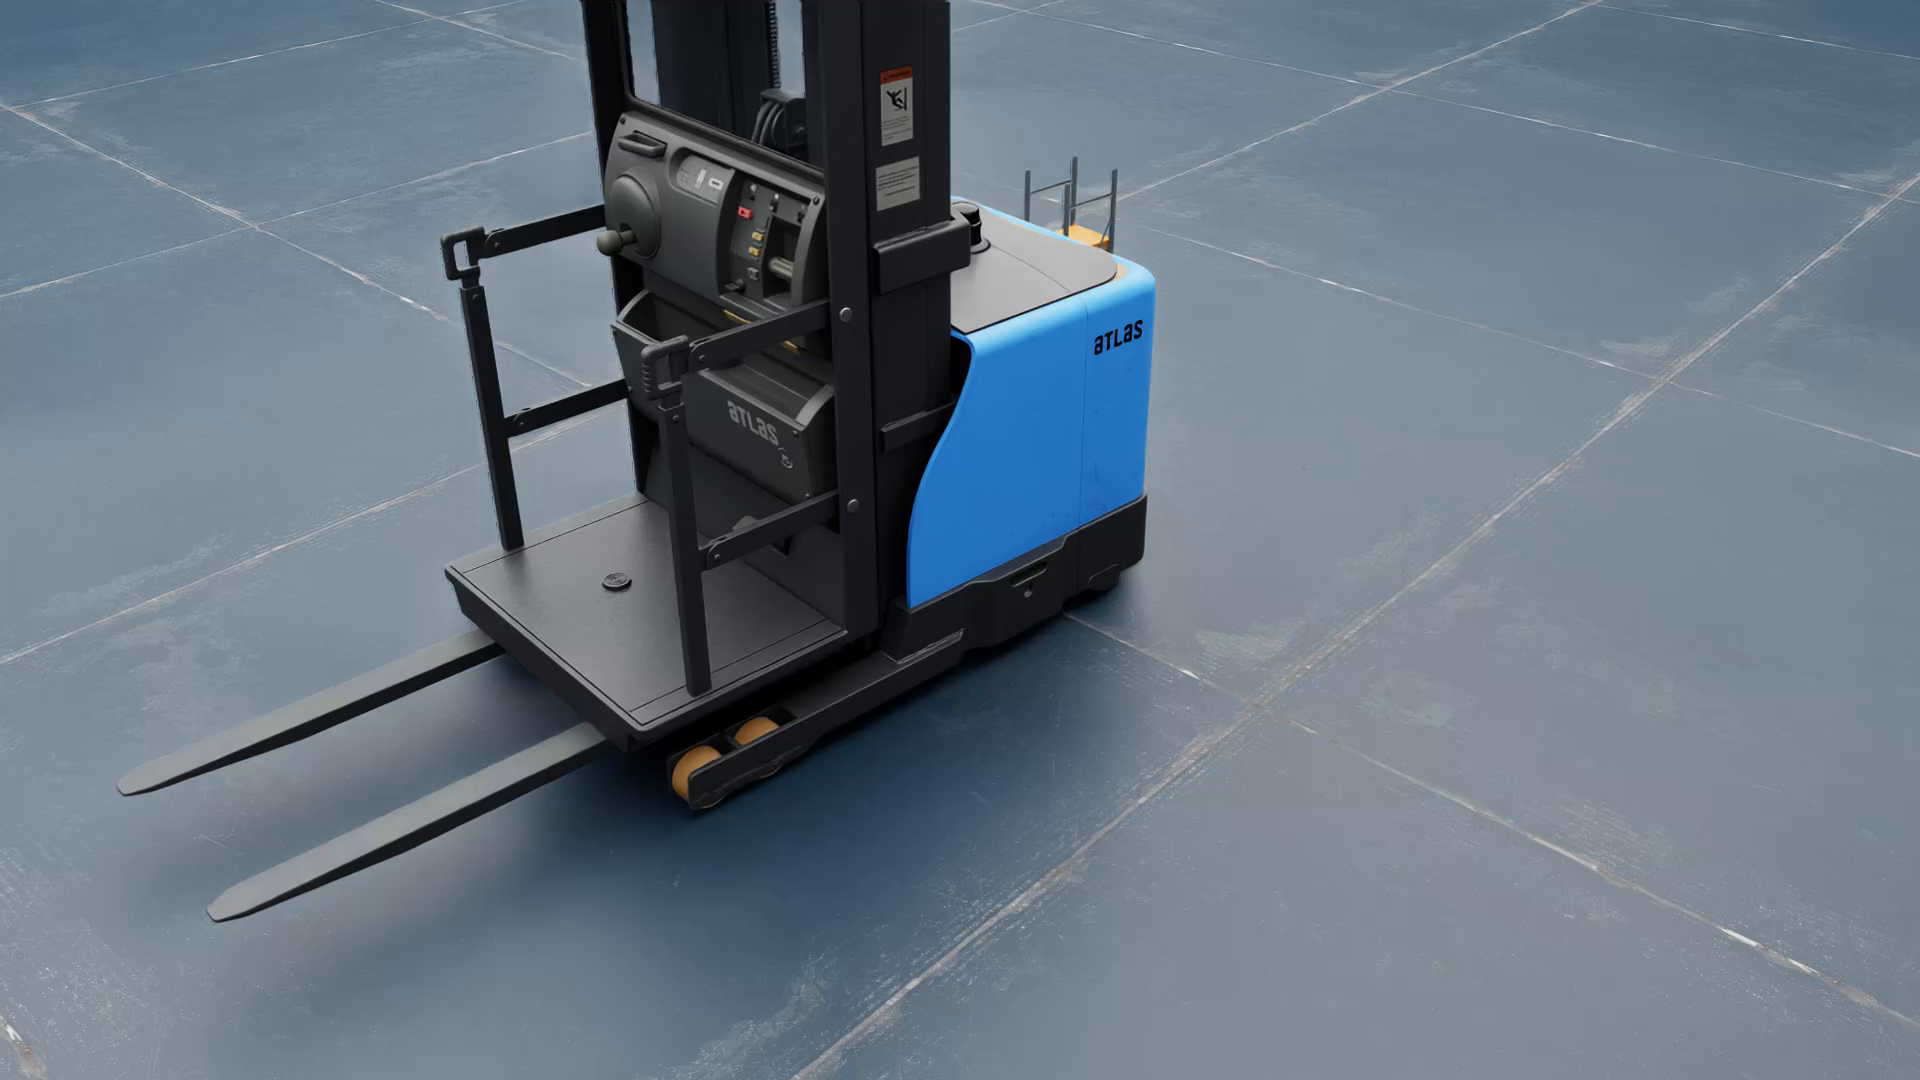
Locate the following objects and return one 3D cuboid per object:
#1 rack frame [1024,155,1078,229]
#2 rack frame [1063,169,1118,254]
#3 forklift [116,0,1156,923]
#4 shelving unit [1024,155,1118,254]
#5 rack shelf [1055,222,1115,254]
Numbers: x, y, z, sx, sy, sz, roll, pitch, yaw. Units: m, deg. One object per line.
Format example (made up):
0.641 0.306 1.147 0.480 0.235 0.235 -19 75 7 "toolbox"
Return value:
0.301 -0.729 5.796 0.240 1.200 0.006 -25 39 -35 "rack frame"
0.423 -0.659 5.680 0.240 1.200 0.006 -25 39 -35 "rack frame"
-0.822 -0.830 4.287 3.031 2.935 1.130 -25 39 -35 "forklift"
0.362 -0.694 5.738 0.258 1.200 0.189 -25 39 -35 "shelving unit"
0.363 -0.965 5.576 0.258 0.103 0.180 -25 39 -35 "rack shelf"
